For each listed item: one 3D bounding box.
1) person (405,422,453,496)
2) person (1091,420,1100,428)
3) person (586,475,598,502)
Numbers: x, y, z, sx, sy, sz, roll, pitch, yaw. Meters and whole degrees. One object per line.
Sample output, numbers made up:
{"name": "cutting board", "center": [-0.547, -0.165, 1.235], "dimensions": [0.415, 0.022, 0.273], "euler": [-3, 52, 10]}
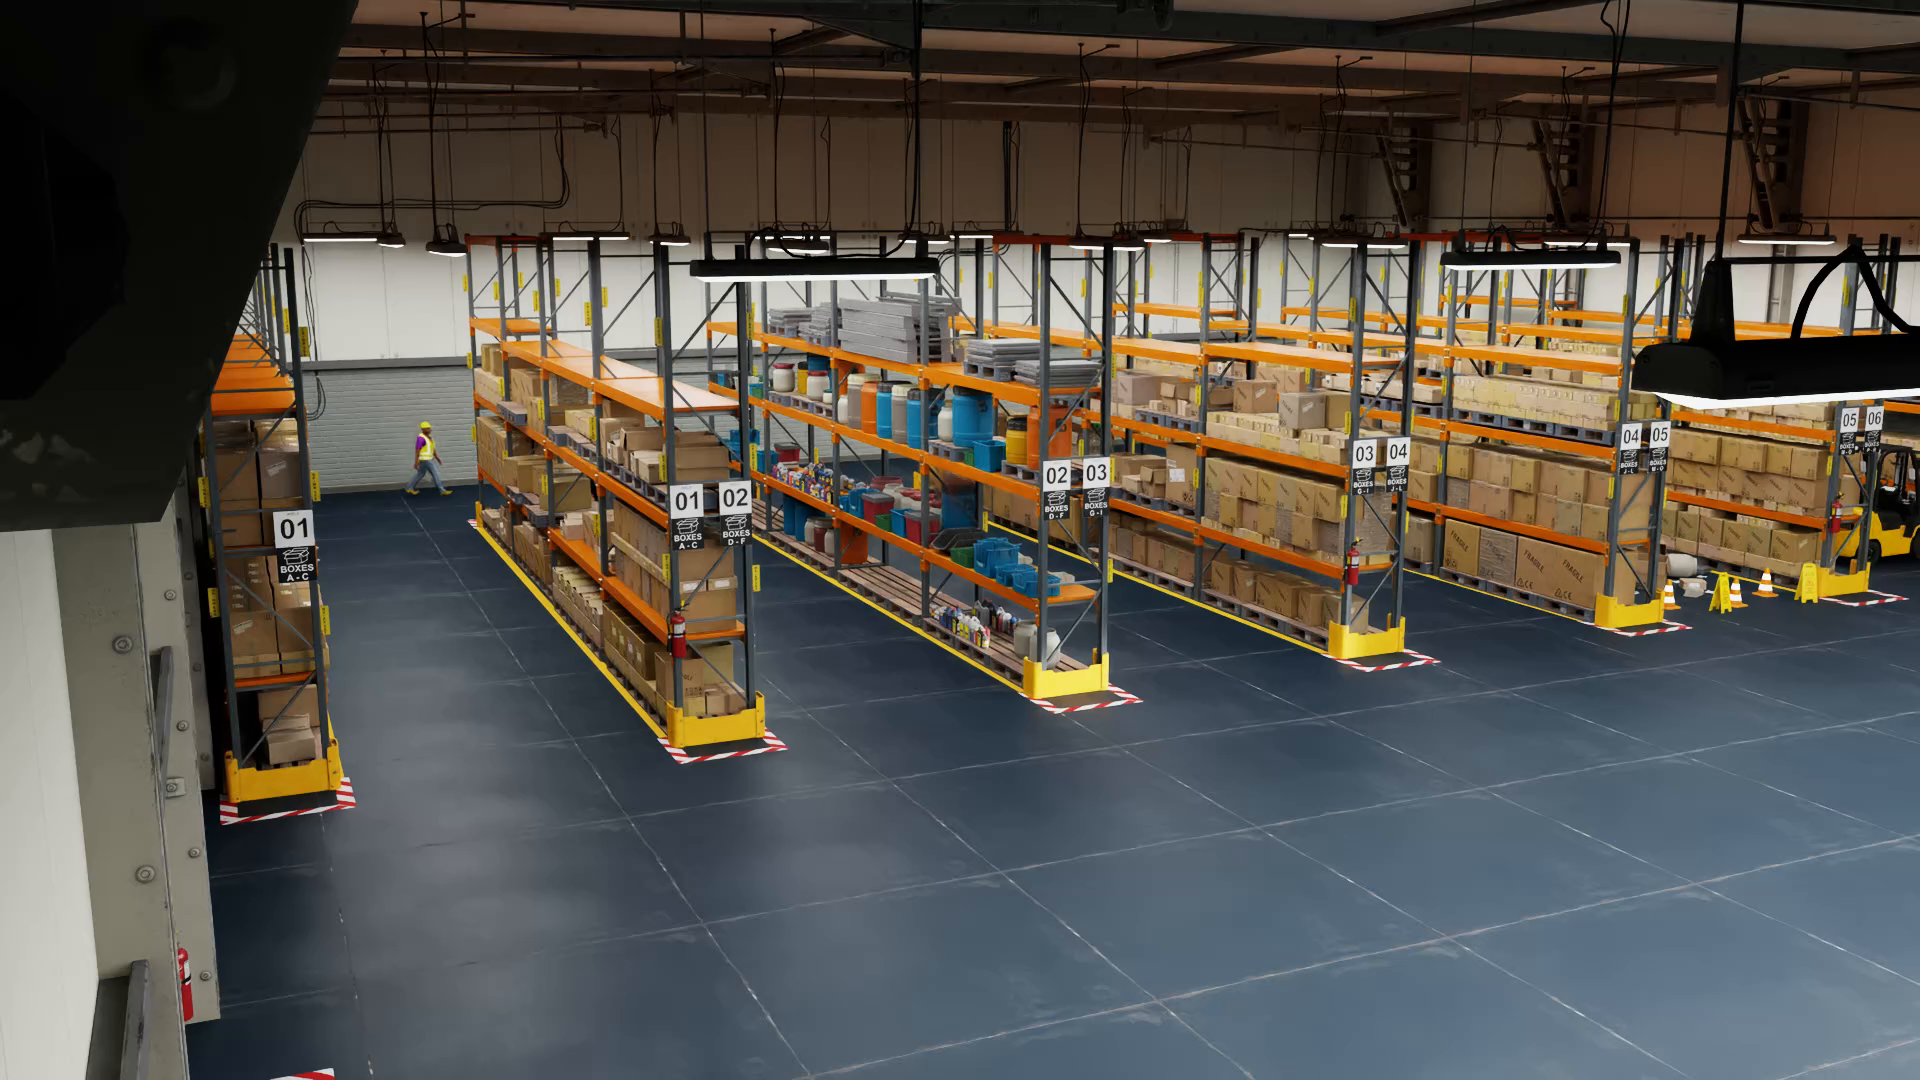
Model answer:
{"name": "person", "center": [-12.233, -1.862, 38.198], "dimensions": [1.066, 1.726, 0.542], "euler": [-3, 11, -13]}
{"name": "person", "center": [3.682, -3.108, 44.408], "dimensions": [0.468, 1.792, 0.561], "euler": [-10, 15, -43]}
{"name": "person", "center": [-7.250, -0.830, 33.137], "dimensions": [0.658, 1.626, 0.719], "euler": [-3, 11, -15]}
